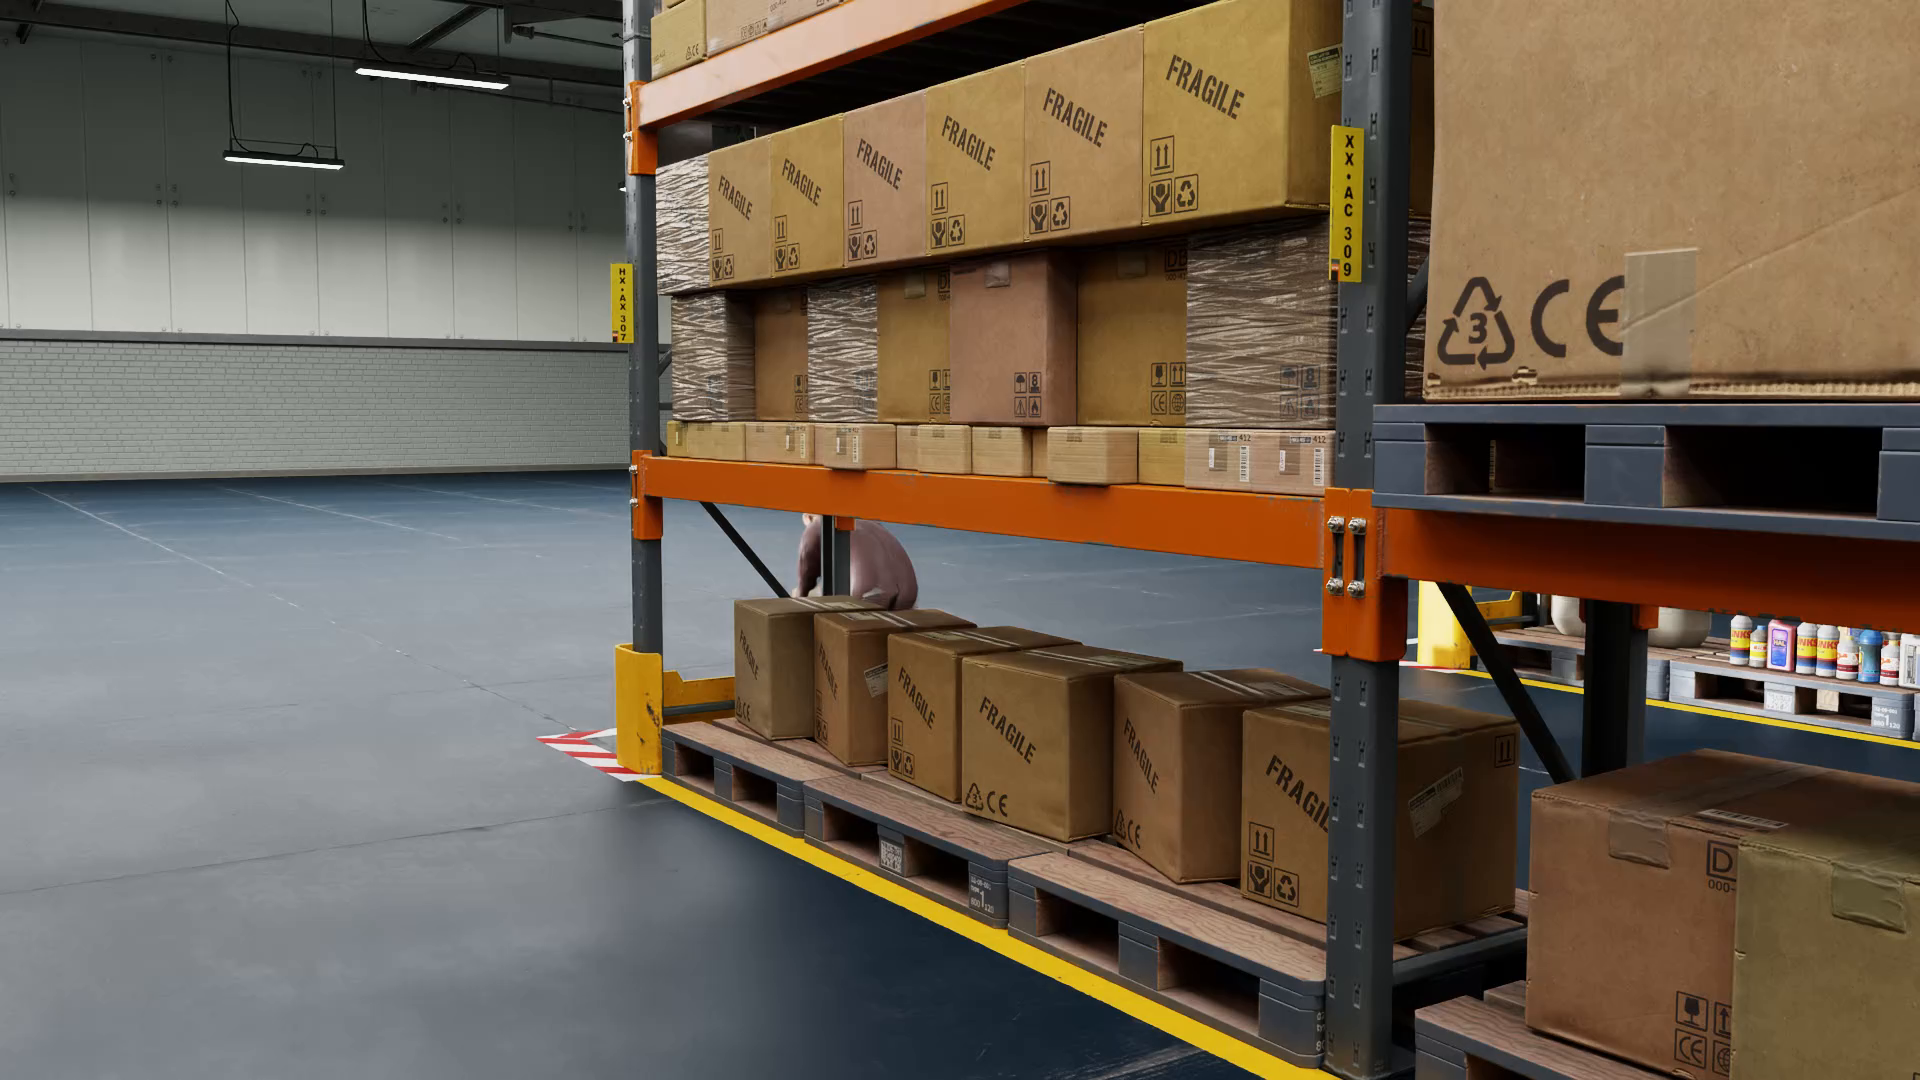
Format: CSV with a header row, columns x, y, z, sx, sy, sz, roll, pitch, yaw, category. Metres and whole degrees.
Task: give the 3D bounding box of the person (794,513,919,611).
x,y,z,sx,sy,sz,roll,pitch,yaw,category
-0.603,0.276,9.342,0.573,0.981,0.931,-3,6,-35,person
